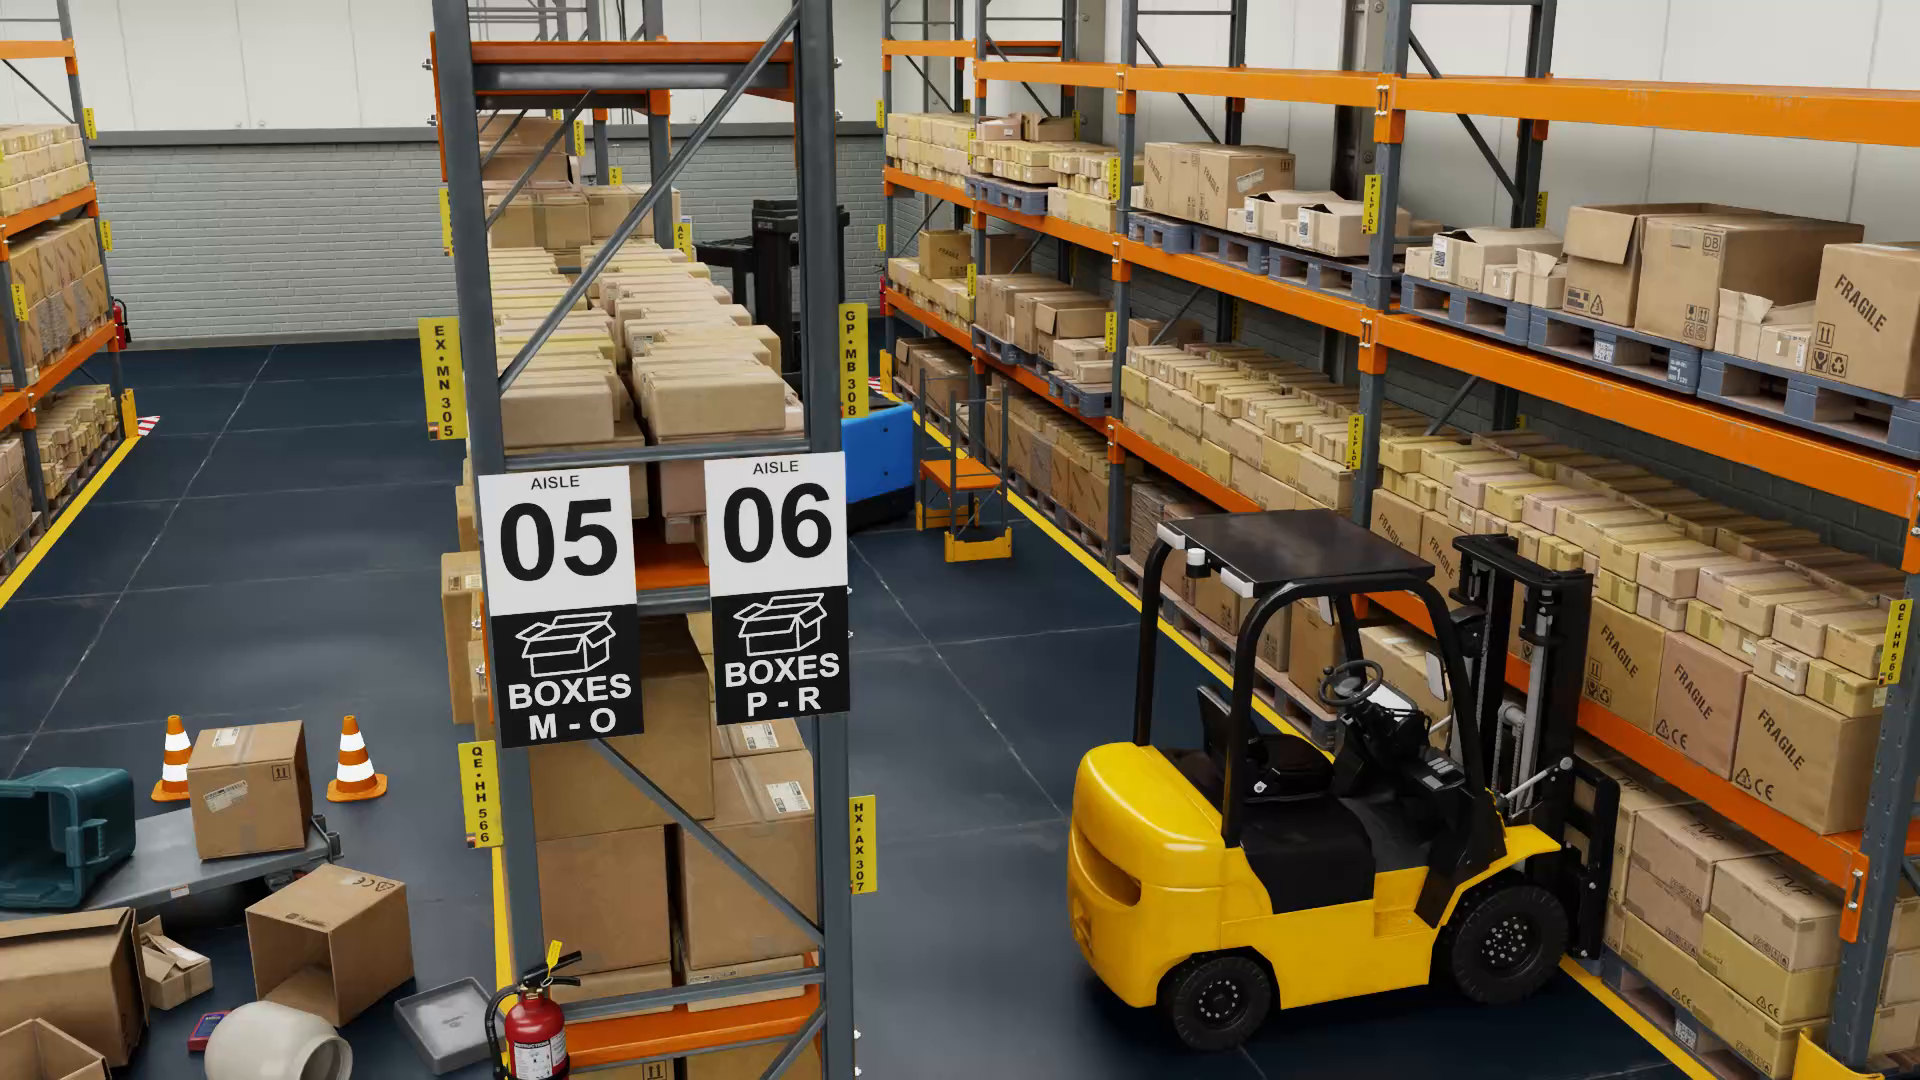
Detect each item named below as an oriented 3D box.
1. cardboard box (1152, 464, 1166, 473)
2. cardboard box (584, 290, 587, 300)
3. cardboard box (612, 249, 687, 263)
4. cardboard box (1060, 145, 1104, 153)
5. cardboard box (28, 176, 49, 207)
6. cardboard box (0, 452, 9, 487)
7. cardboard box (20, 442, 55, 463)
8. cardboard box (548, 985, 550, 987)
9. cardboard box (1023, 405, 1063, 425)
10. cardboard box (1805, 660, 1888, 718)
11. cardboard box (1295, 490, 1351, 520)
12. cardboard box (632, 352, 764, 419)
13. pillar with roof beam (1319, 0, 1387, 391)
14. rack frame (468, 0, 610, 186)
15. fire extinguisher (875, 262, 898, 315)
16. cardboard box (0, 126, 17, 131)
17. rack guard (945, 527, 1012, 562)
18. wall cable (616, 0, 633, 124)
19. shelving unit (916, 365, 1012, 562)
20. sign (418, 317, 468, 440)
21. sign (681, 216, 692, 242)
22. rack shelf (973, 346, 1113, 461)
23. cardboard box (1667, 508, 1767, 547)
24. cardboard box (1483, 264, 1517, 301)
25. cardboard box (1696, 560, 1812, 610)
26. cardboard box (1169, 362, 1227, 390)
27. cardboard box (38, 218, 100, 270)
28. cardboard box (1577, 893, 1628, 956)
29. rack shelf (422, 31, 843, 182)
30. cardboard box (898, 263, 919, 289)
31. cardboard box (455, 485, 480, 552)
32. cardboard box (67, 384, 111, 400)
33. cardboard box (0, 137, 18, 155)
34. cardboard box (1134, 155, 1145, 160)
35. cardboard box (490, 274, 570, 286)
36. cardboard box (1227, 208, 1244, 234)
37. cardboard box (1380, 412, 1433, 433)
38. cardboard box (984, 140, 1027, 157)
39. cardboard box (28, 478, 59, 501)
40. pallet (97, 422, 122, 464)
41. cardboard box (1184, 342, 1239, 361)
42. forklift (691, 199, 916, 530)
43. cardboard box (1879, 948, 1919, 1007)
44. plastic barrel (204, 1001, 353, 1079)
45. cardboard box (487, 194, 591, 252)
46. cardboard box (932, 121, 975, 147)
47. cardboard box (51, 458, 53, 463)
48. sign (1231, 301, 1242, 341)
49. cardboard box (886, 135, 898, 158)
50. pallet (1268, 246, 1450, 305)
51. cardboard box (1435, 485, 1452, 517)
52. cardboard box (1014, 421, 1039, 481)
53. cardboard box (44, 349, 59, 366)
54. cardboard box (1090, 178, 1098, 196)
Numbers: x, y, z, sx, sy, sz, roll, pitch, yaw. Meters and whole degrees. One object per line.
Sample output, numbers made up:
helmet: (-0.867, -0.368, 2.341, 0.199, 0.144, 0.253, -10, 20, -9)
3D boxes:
cardboard box: (1.900, -0.694, 14.536, 0.380, 0.149, 0.250, -4, 17, -12)
cardboard box: (-1.548, -1.116, 7.985, 0.500, 0.250, 0.500, -5, 17, -16)
cardboard box: (-1.486, -1.272, 7.811, 0.380, 0.149, 0.250, -5, 17, -17)
cardboard box: (1.145, -3.589, 15.489, 0.380, 0.149, 0.250, -5, 17, -15)
cardboard box: (-9.003, -3.301, 15.775, 0.500, 0.250, 0.500, -4, 17, -13)
cardboard box: (-8.282, -0.538, 13.841, 0.500, 0.250, 0.500, -4, 17, -13)
cardboard box: (-8.773, -0.817, 15.650, 0.380, 0.149, 0.250, -4, 17, -13)
cardboard box: (-1.314, 1.368, 5.619, 0.380, 0.149, 0.250, -5, 17, -16)
cardboard box: (0.841, -1.224, 16.300, 0.380, 0.149, 0.250, -5, 17, -15)
cardboard box: (3.578, 0.570, 6.539, 0.380, 0.149, 0.250, -4, 17, -14)
cardboard box: (2.453, -0.151, 10.501, 0.500, 0.250, 0.500, -4, 17, -14)
cardboard box: (-0.815, -0.485, 5.190, 0.380, 0.149, 0.250, -5, 17, -15)
pillar with roof beam: (-1.170, -3.454, 10.808, 9.100, 9.000, 0.400, -5, 17, -15)
rack frame: (-3.028, -3.690, 11.595, 1.000, 3.000, 0.127, -5, 17, -15)
fire extinguisher: (-0.939, -3.212, 21.213, 0.296, 0.674, 0.183, -5, 17, -15)
cardboard box: (-10.035, -4.226, 17.292, 0.380, 0.149, 0.250, -4, 17, -13)
rack guard: (0.158, 0.039, 14.387, 0.587, 0.250, 0.087, -5, 17, -15)
wall cable: (-3.648, -7.741, 25.014, 2.988, 3.039, 0.133, -5, 17, -15)
shelving unit: (0.021, -0.697, 14.666, 0.587, 1.500, 1.083, -5, 17, -15)
sign: (-1.368, -0.426, 4.405, 0.100, 0.325, 0.005, -5, 17, -15)
sign: (-4.320, -4.764, 25.764, 0.329, 0.494, 0.001, -5, 17, -15)
rack shelf: (1.194, -1.419, 15.713, 1.077, 0.370, 4.000, -5, 17, -15)
cardboard box: (3.658, -0.038, 8.048, 0.380, 0.149, 0.250, -5, 17, -15)
cardboard box: (2.886, -1.309, 8.413, 0.380, 0.149, 0.250, -4, 17, -14)
cardboard box: (3.449, 0.208, 7.226, 0.380, 0.149, 0.250, -5, 17, -15)
cardboard box: (1.802, -1.243, 12.576, 0.380, 0.149, 0.250, -4, 17, -15)
cardboard box: (-9.593, -3.173, 17.872, 0.500, 0.500, 0.500, -5, 17, -16)
cardboard box: (3.253, 1.736, 8.009, 0.500, 0.250, 0.500, -5, 17, -15)
rack shelf: (-1.379, -1.684, 6.174, 1.077, 0.370, 4.000, -5, 17, -15)
cardboard box: (-0.450, -3.208, 20.160, 0.500, 0.250, 0.500, -5, 17, -15)
cardboard box: (-1.785, 0.043, 7.166, 0.700, 0.500, 0.500, -5, 17, -16)
cardboard box: (-9.569, -1.605, 18.272, 0.380, 0.149, 0.250, -4, 17, -15)
cardboard box: (-8.899, -3.617, 15.265, 0.380, 0.149, 0.250, -5, 17, -17)
cardboard box: (1.678, -3.243, 14.372, 0.380, 0.149, 0.250, -4, 17, -13)
cardboard box: (-1.829, -1.013, 6.947, 0.380, 0.149, 0.250, -5, 18, -17)
cardboard box: (2.037, -2.163, 11.257, 0.380, 0.149, 0.250, -5, 17, -16)
cardboard box: (2.862, -0.724, 10.848, 0.380, 0.149, 0.250, -5, 17, -15)
cardboard box: (0.447, -3.839, 16.321, 0.380, 0.149, 0.250, -4, 17, -14)
cardboard box: (-8.650, -0.466, 15.515, 0.380, 0.149, 0.250, -5, 18, -18)
pallet: (-9.748, -1.027, 18.003, 1.003, 0.211, 1.213, -5, 17, -15)
cardboard box: (2.028, -1.495, 13.414, 0.380, 0.149, 0.250, -4, 17, -13)
forklift: (-1.880, -1.801, 15.852, 3.031, 2.935, 1.130, 13, 21, 37)
cardboard box: (4.013, 1.732, 7.152, 0.500, 0.250, 0.500, -4, 17, -14)
plastic barrel: (-2.852, 2.178, 6.965, 0.512, 0.421, 0.421, 7, 18, 23)
cardboard box: (-2.210, -1.666, 8.732, 0.500, 0.250, 0.500, -4, 17, -14)
cardboard box: (-0.005, -4.465, 18.262, 0.500, 0.250, 0.500, -4, 17, -14)
cardboard box: (-8.908, -0.735, 15.895, 0.380, 0.149, 0.250, -5, 17, -16)
sign: (2.277, -1.810, 13.750, 0.100, 0.325, 0.005, -5, 17, -15)
cardboard box: (-0.595, -4.786, 20.201, 0.500, 0.250, 0.500, -5, 17, -16)
pallet: (2.588, -1.692, 10.489, 0.805, 0.209, 1.217, -5, 18, -17)
cardboard box: (2.849, -0.212, 9.143, 0.380, 0.149, 0.250, -5, 17, -15)
cardboard box: (0.850, -0.884, 16.297, 0.500, 0.500, 0.500, -5, 17, -17)
cardboard box: (-8.963, -1.774, 16.080, 0.380, 0.149, 0.250, -4, 17, -14)
cardboard box: (1.315, -2.993, 14.056, 0.380, 0.149, 0.250, -4, 17, -14)
